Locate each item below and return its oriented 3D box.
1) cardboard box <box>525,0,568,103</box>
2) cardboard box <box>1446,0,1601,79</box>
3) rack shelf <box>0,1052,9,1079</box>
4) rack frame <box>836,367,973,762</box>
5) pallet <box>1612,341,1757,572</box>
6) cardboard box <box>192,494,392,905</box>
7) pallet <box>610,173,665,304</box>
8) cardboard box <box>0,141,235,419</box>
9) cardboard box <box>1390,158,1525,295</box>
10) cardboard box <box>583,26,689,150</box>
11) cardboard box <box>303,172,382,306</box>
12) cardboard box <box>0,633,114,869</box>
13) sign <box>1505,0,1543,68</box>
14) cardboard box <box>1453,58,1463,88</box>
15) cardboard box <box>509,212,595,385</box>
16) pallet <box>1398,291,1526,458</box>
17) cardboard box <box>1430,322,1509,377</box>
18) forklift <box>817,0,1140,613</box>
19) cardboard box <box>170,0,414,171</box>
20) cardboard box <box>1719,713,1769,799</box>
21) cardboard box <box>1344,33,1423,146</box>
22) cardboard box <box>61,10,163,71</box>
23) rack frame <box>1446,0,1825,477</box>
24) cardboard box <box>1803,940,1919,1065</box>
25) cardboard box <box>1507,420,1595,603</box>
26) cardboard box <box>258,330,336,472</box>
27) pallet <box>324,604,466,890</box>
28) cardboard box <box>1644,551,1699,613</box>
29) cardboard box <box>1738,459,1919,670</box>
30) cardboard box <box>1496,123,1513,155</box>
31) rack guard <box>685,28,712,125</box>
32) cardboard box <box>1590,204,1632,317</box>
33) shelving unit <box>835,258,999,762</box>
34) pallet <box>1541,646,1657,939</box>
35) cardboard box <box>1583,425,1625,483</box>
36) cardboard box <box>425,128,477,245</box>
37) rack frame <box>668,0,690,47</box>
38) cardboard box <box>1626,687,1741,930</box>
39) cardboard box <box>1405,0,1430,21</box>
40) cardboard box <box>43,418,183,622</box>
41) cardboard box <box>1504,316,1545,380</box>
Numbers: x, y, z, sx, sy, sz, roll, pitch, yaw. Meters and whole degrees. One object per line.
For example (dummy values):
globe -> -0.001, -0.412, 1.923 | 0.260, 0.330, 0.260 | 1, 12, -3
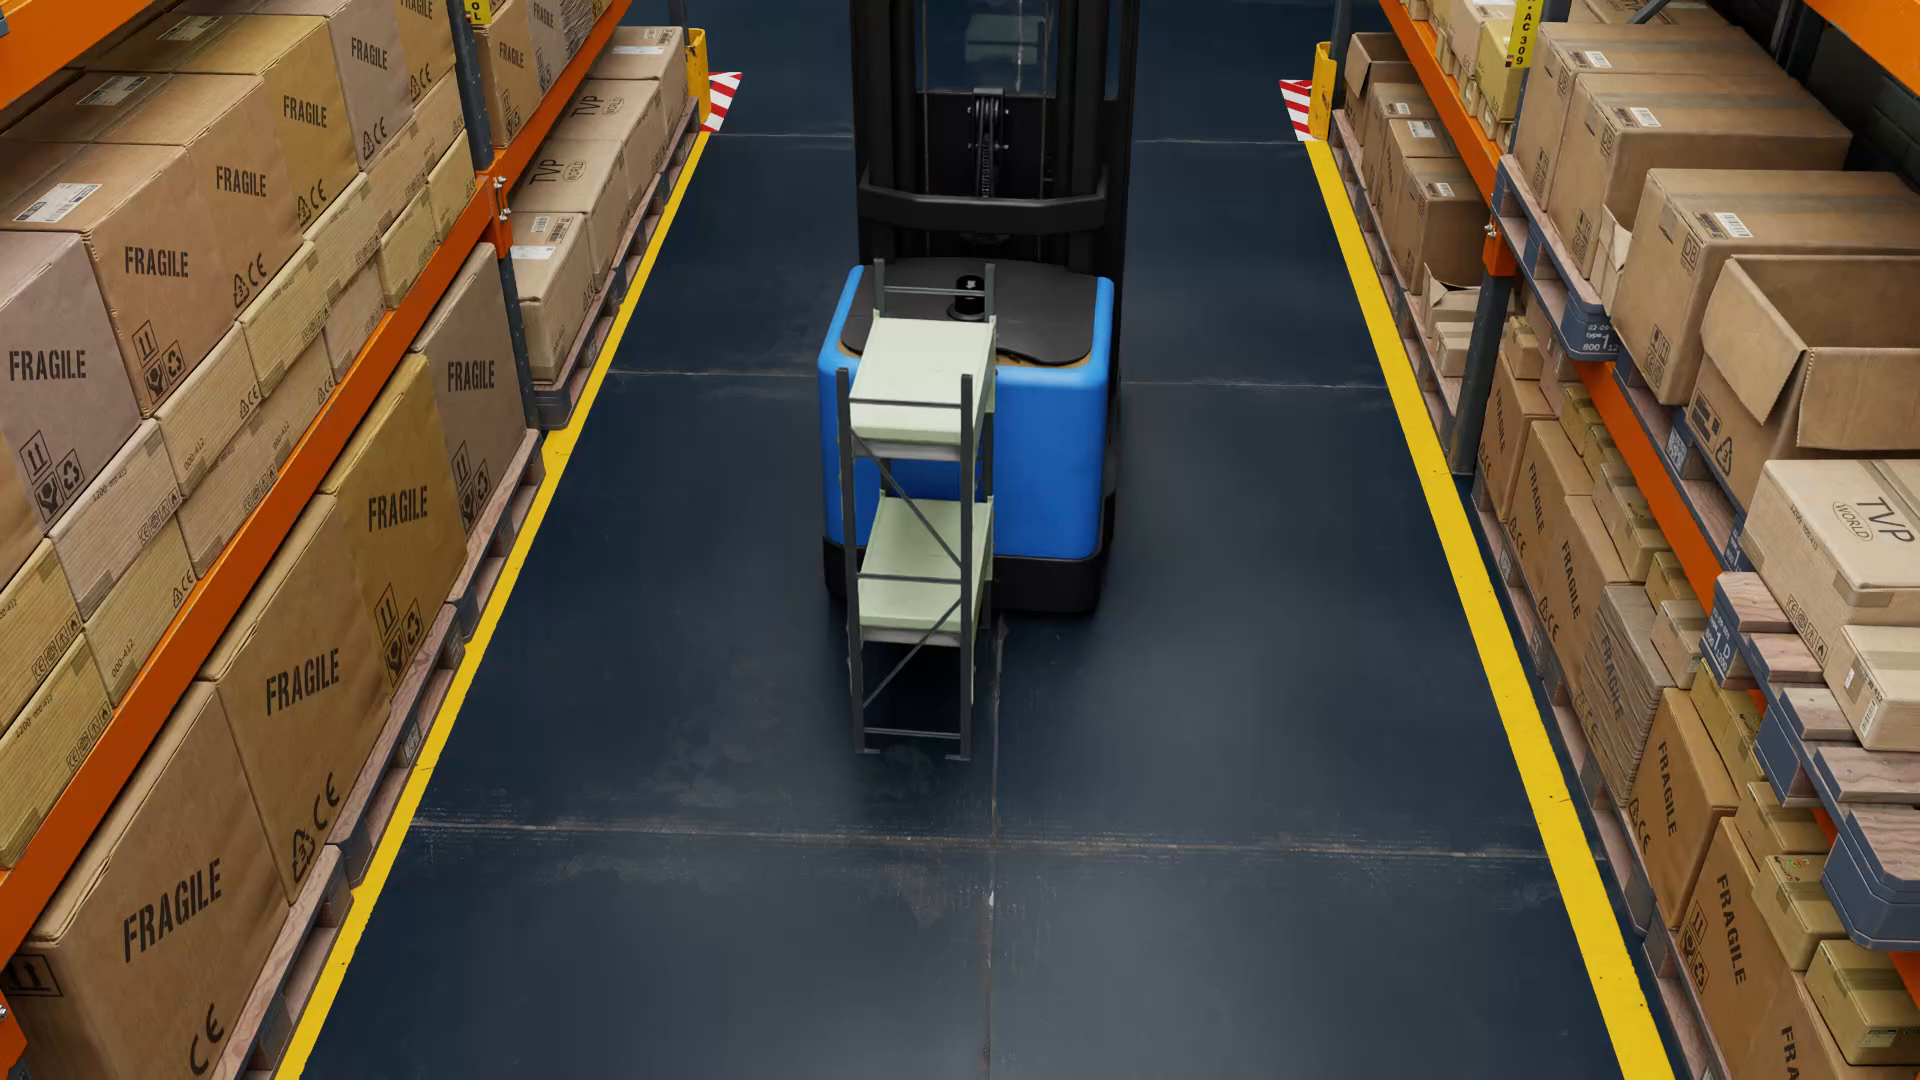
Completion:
cardboard box -> -2.043, -2.230, 7.227 | 0.500, 0.500, 0.500 | 2, 35, 2
cardboard box -> 2.394, -2.170, 7.101 | 0.500, 0.250, 0.500 | 1, 35, 2
rack shelf -> -2.589, 2.105, 1.771 | 1.077, 0.370, 4.000 | 1, 35, 2
rack frame -> -0.162, 0.126, 5.267 | 0.400, 1.500, 0.023 | 4, 35, 5
pallet -> 2.525, -0.264, 4.685 | 1.003, 0.211, 1.213 | 1, 35, 2
cardboard box -> -2.357, 0.452, 4.981 | 0.875, 0.875, 0.875 | 2, 35, 2
pallet -> -2.193, -1.633, 8.890 | 1.003, 0.211, 1.213 | 1, 35, 2
cardboard box -> -2.198, -0.648, 4.107 | 0.500, 0.500, 0.500 | 2, 35, 3
cardboard box -> 2.539, -1.535, 8.134 | 0.700, 0.500, 0.500 | 0, 35, 0
cardboard box -> -2.113, -2.676, 9.813 | 0.875, 0.438, 0.875 | 0, 35, 0
cardboard box -> -2.150, -0.935, 5.168 | 0.500, 0.250, 0.500 | 2, 35, 3
cardboard box -> -2.237, 0.448, 3.634 | 0.500, 0.250, 0.500 | 1, 35, 1
sign -> 2.070, -1.886, 6.072 | 0.100, 0.325, 0.005 | 1, 35, 2
cardboard box -> 2.385, -2.060, 7.291 | 0.380, 0.149, 0.250 | 2, 35, 3
cardboard box -> -2.215, -1.118, 7.595 | 0.875, 0.438, 0.875 | 1, 35, 1
pallet -> 2.641, -0.777, 7.673 | 1.003, 0.211, 1.213 | 1, 35, 2
cardboard box -> 2.341, -0.856, 7.473 | 0.380, 0.149, 0.250 | 0, 35, 0
forklift -> 0.156, -1.757, 6.701 | 1.130, 2.935, 3.031 | 4, 35, 5
cardboard box -> -2.128, -1.526, 5.356 | 0.500, 0.500, 0.500 | 2, 35, 3
cardboard box -> 2.309, 0.612, 4.515 | 0.380, 0.149, 0.250 | 2, 35, 3
cardboard box -> 2.654, -2.623, 9.679 | 0.797, 0.503, 0.637 | 0, 35, 0
cardboard box -> -2.668, -1.259, 4.976 | 0.500, 0.500, 0.500 | 1, 35, 1
rack frame -> 2.612, -1.524, 6.309 | 1.000, 3.000, 0.127 | 1, 35, 2
cardboard box -> 2.218, 1.070, 3.863 | 0.380, 0.149, 0.250 | 0, 35, 0
cardboard box -> 2.356, -0.094, 6.084 | 0.500, 0.500, 0.500 | 1, 35, 1
cardboard box -> -2.191, -0.432, 4.887 | 0.500, 0.250, 0.500 | 1, 35, 2
pallet -> -2.349, 0.653, 5.638 | 1.003, 0.211, 1.213 | 1, 35, 2
cardboard box -> 2.360, 0.169, 5.145 | 0.380, 0.149, 0.250 | 1, 35, 2
cardboard box -> 2.171, 0.050, 3.835 | 0.500, 0.250, 0.500 | 0, 35, 0
cardboard box -> 2.373, -1.610, 6.651 | 0.380, 0.149, 0.250 | 2, 35, 3
rack guard -> -2.186, -2.925, 10.478 | 1.175, 0.500, 0.348 | 1, 35, 2
cardboard box -> 2.173, -0.851, 5.104 | 0.396, 0.266, 0.258 | 3, 35, 4
shelving unit -> -0.123, -0.083, 5.564 | 0.431, 1.500, 0.755 | 4, 35, 5
pallet -> 2.571, 0.788, 5.445 | 1.003, 0.211, 1.213 | 1, 35, 2
cardboard box -> 2.402, -0.272, 5.773 | 0.380, 0.149, 0.250 | 1, 35, 1
cardboard box -> -2.114, -1.311, 6.138 | 0.500, 0.250, 0.500 | 1, 35, 1
rack frame -> -2.187, -3.934, 9.739 | 1.000, 3.000, 0.127 | 1, 35, 2
cardboard box -> 2.303, 0.789, 4.827 | 0.500, 0.500, 0.500 | 3, 35, 4
cardboard box -> 2.394, -2.646, 8.124 | 0.380, 0.149, 0.250 | 2, 35, 3
cardboard box -> -2.219, -0.064, 3.927 | 0.500, 0.250, 0.500 | 2, 35, 3
cardboard box -> 2.332, -0.738, 6.436 | 0.380, 0.149, 0.250 | 3, 35, 4
